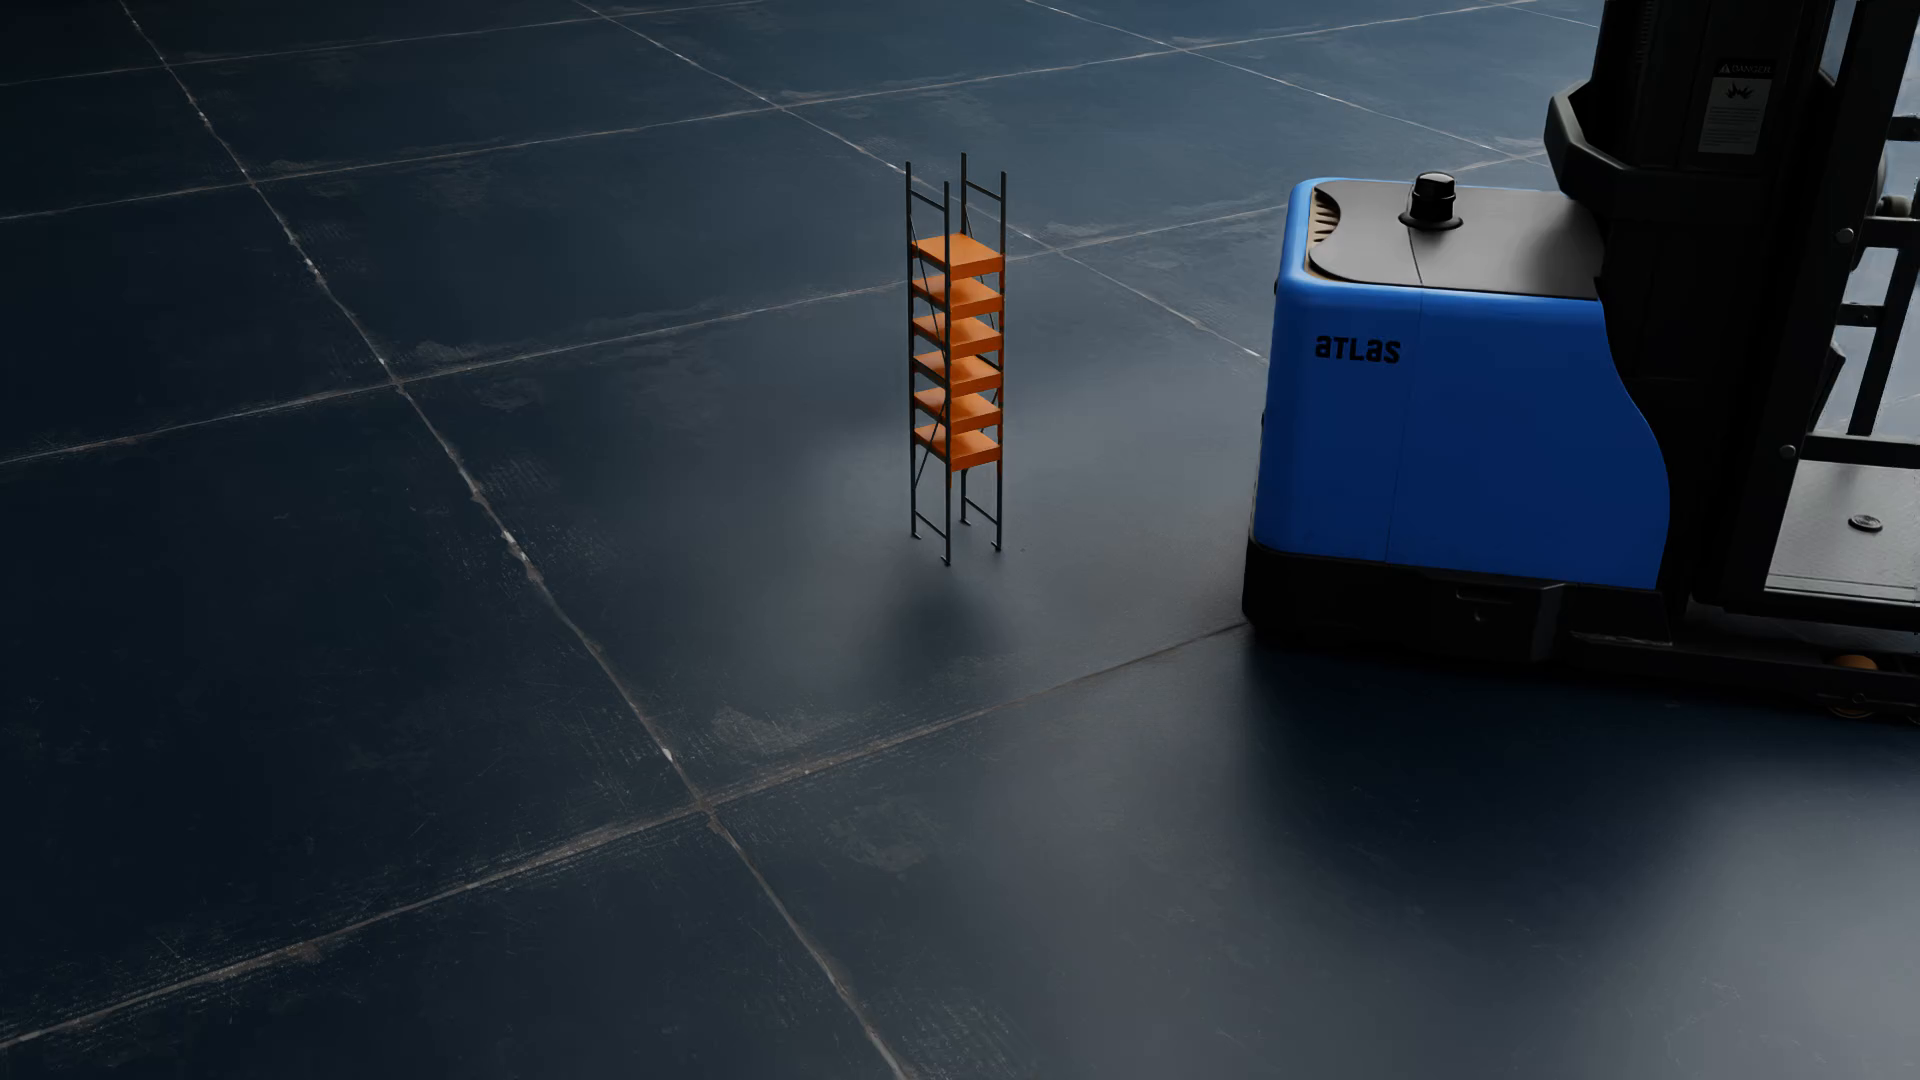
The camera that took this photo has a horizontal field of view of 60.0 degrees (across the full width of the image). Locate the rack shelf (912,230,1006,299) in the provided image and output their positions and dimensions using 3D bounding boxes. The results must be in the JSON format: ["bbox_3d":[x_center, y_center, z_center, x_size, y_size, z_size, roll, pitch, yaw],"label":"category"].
[{"bbox_3d":[-0.012,-0.798,4.801,0.180,0.103,0.258,-16,33,-26],"label":"rack shelf"}]

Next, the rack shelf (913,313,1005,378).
[{"bbox_3d":[-0.012,-0.588,4.917,0.180,0.103,0.258,-16,33,-26],"label":"rack shelf"}]

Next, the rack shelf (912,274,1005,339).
[{"bbox_3d":[-0.012,-0.693,4.859,0.180,0.103,0.258,-16,33,-26],"label":"rack shelf"}]

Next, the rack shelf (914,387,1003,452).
[{"bbox_3d":[-0.012,-0.378,5.033,0.180,0.103,0.258,-16,33,-26],"label":"rack shelf"}]

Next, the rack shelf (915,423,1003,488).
[{"bbox_3d":[-0.012,-0.273,5.091,0.180,0.103,0.258,-16,33,-26],"label":"rack shelf"}]

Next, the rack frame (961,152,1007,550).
[{"bbox_3d":[0.066,-0.544,4.994,0.006,1.200,0.240,-16,33,-26],"label":"rack frame"}]

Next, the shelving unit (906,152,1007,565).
[{"bbox_3d":[-0.012,-0.522,4.954,0.189,1.200,0.258,-16,33,-26],"label":"shelving unit"}]

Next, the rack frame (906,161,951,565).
[{"bbox_3d":[-0.091,-0.499,4.913,0.006,1.200,0.240,-16,33,-26],"label":"rack frame"}]

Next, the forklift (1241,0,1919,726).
[{"bbox_3d":[2.375,-1.073,4.162,3.031,2.935,1.130,6,29,11],"label":"forklift"}]

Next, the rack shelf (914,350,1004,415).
[{"bbox_3d":[-0.012,-0.483,4.975,0.180,0.103,0.258,-16,33,-26],"label":"rack shelf"}]
